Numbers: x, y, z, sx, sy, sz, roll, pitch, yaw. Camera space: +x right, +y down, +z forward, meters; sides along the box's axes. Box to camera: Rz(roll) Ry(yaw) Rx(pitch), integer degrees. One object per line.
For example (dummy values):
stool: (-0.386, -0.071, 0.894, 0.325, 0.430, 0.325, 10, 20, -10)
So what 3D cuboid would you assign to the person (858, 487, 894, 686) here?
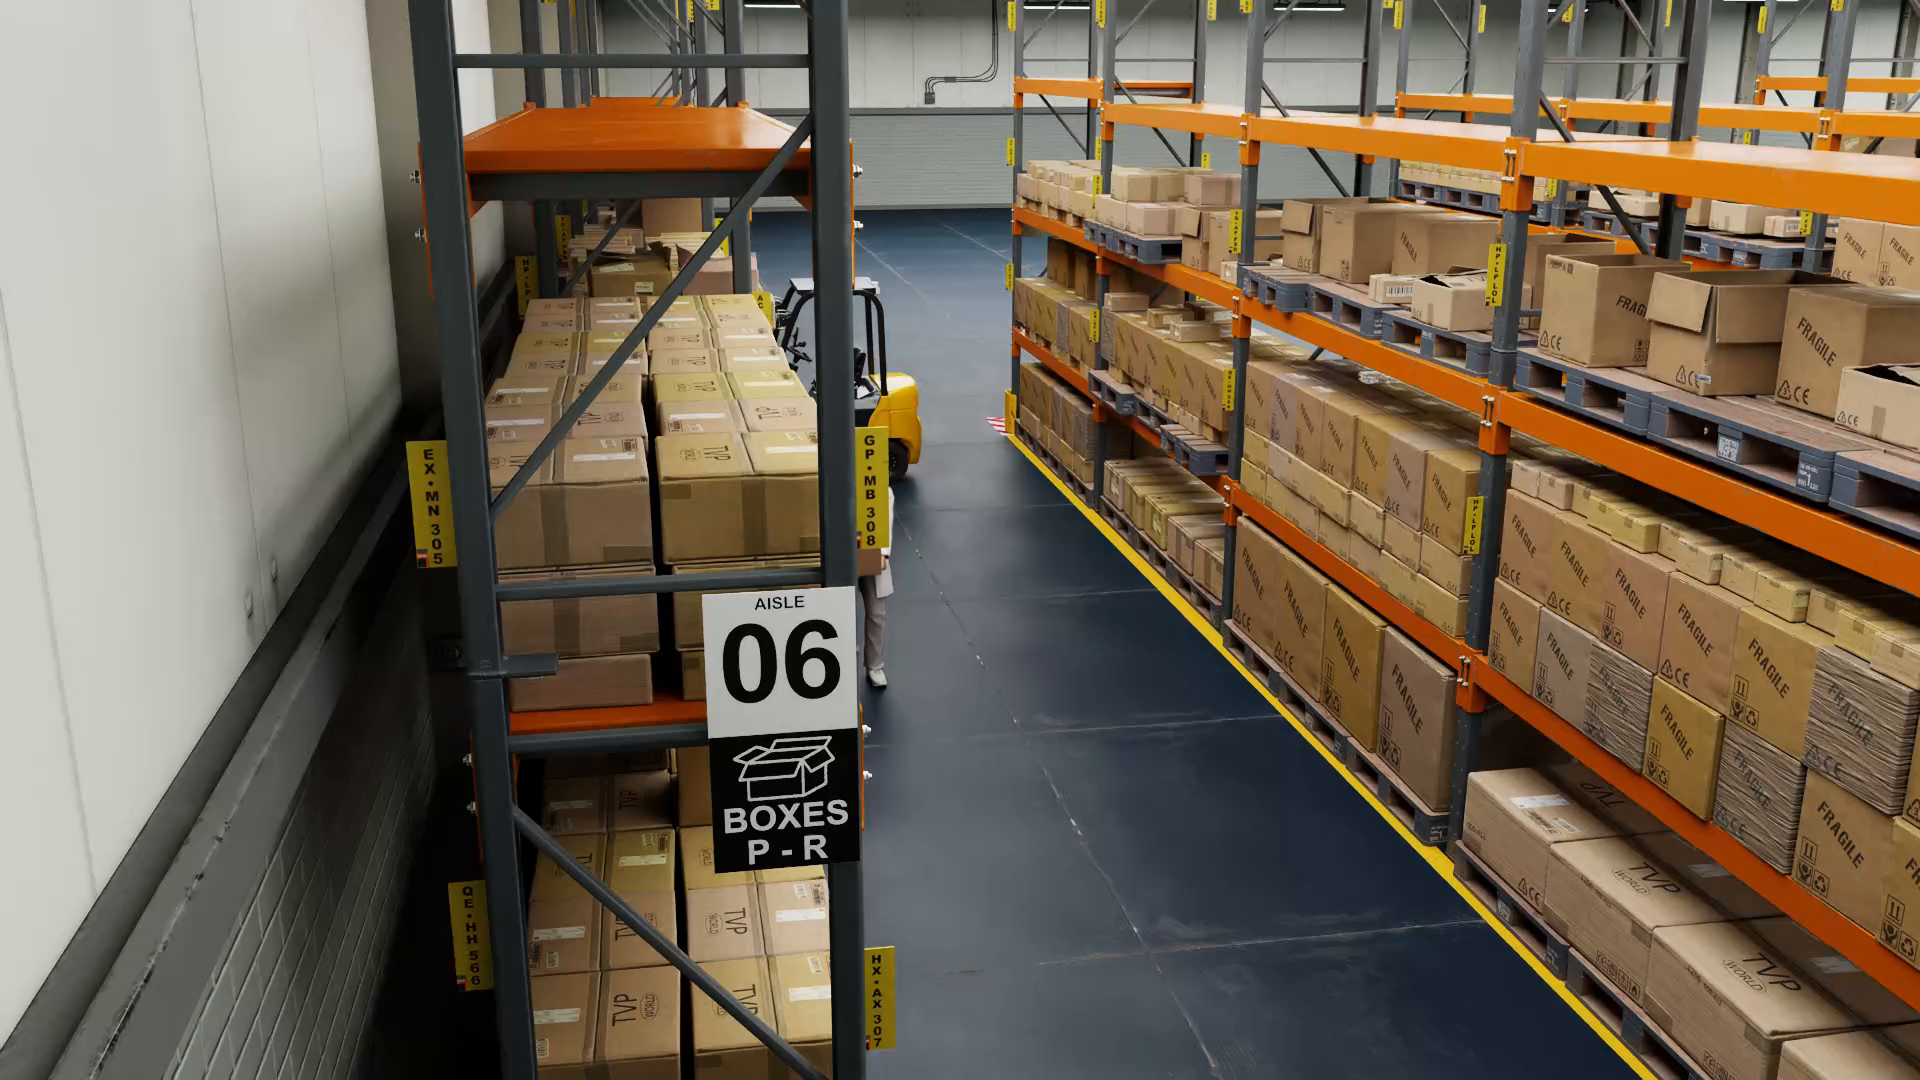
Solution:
person: (-0.728, 0.222, 12.301, 0.530, 1.769, 0.563, -3, 16, -9)
